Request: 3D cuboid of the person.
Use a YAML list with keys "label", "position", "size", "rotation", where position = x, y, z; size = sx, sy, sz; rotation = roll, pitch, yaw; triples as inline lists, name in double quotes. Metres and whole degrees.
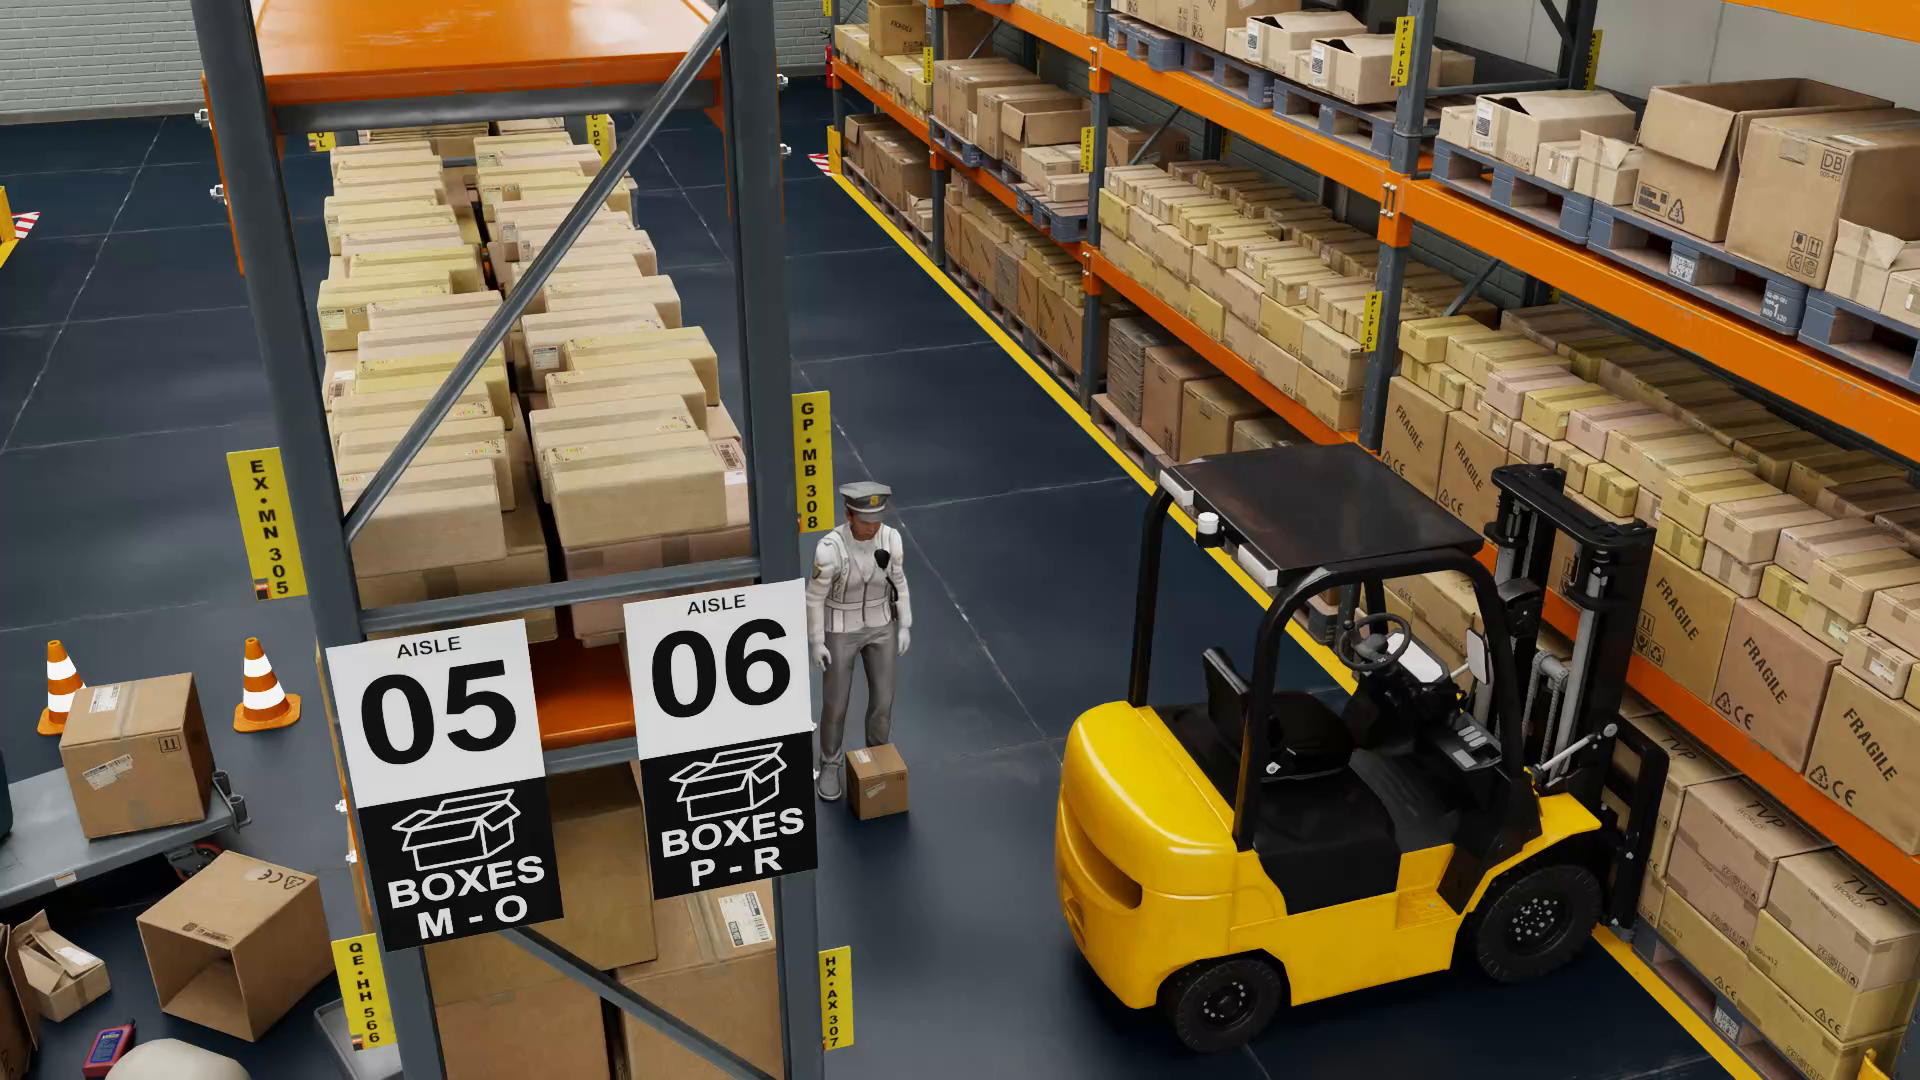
- label: "person"
  position: [-0.483, 0.476, 8.157]
  size: [0.544, 1.663, 0.415]
  rotation: [-10, 28, -19]
